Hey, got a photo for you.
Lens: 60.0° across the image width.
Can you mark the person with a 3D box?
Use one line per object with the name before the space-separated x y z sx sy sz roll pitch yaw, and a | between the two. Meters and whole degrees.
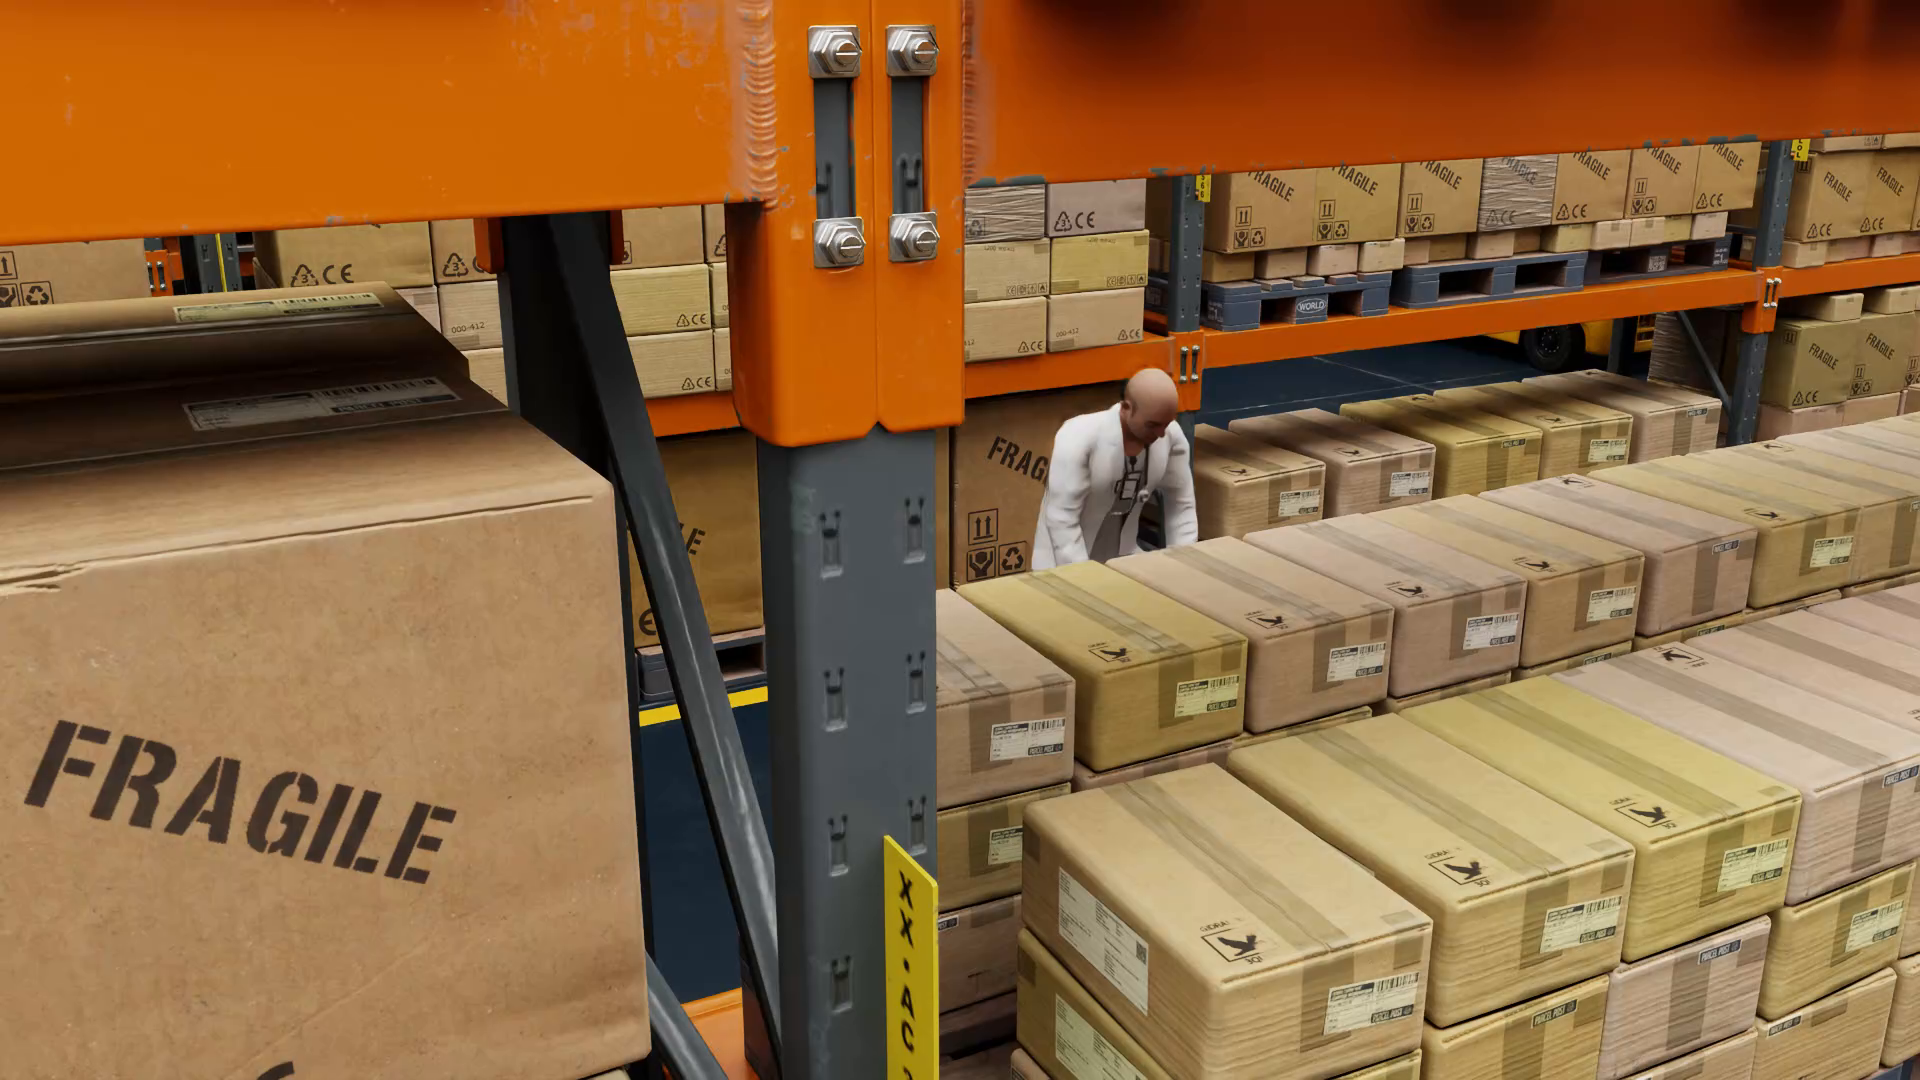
person | 0.555 0.126 6.033 0.622 1.577 0.588 -9 20 -26
